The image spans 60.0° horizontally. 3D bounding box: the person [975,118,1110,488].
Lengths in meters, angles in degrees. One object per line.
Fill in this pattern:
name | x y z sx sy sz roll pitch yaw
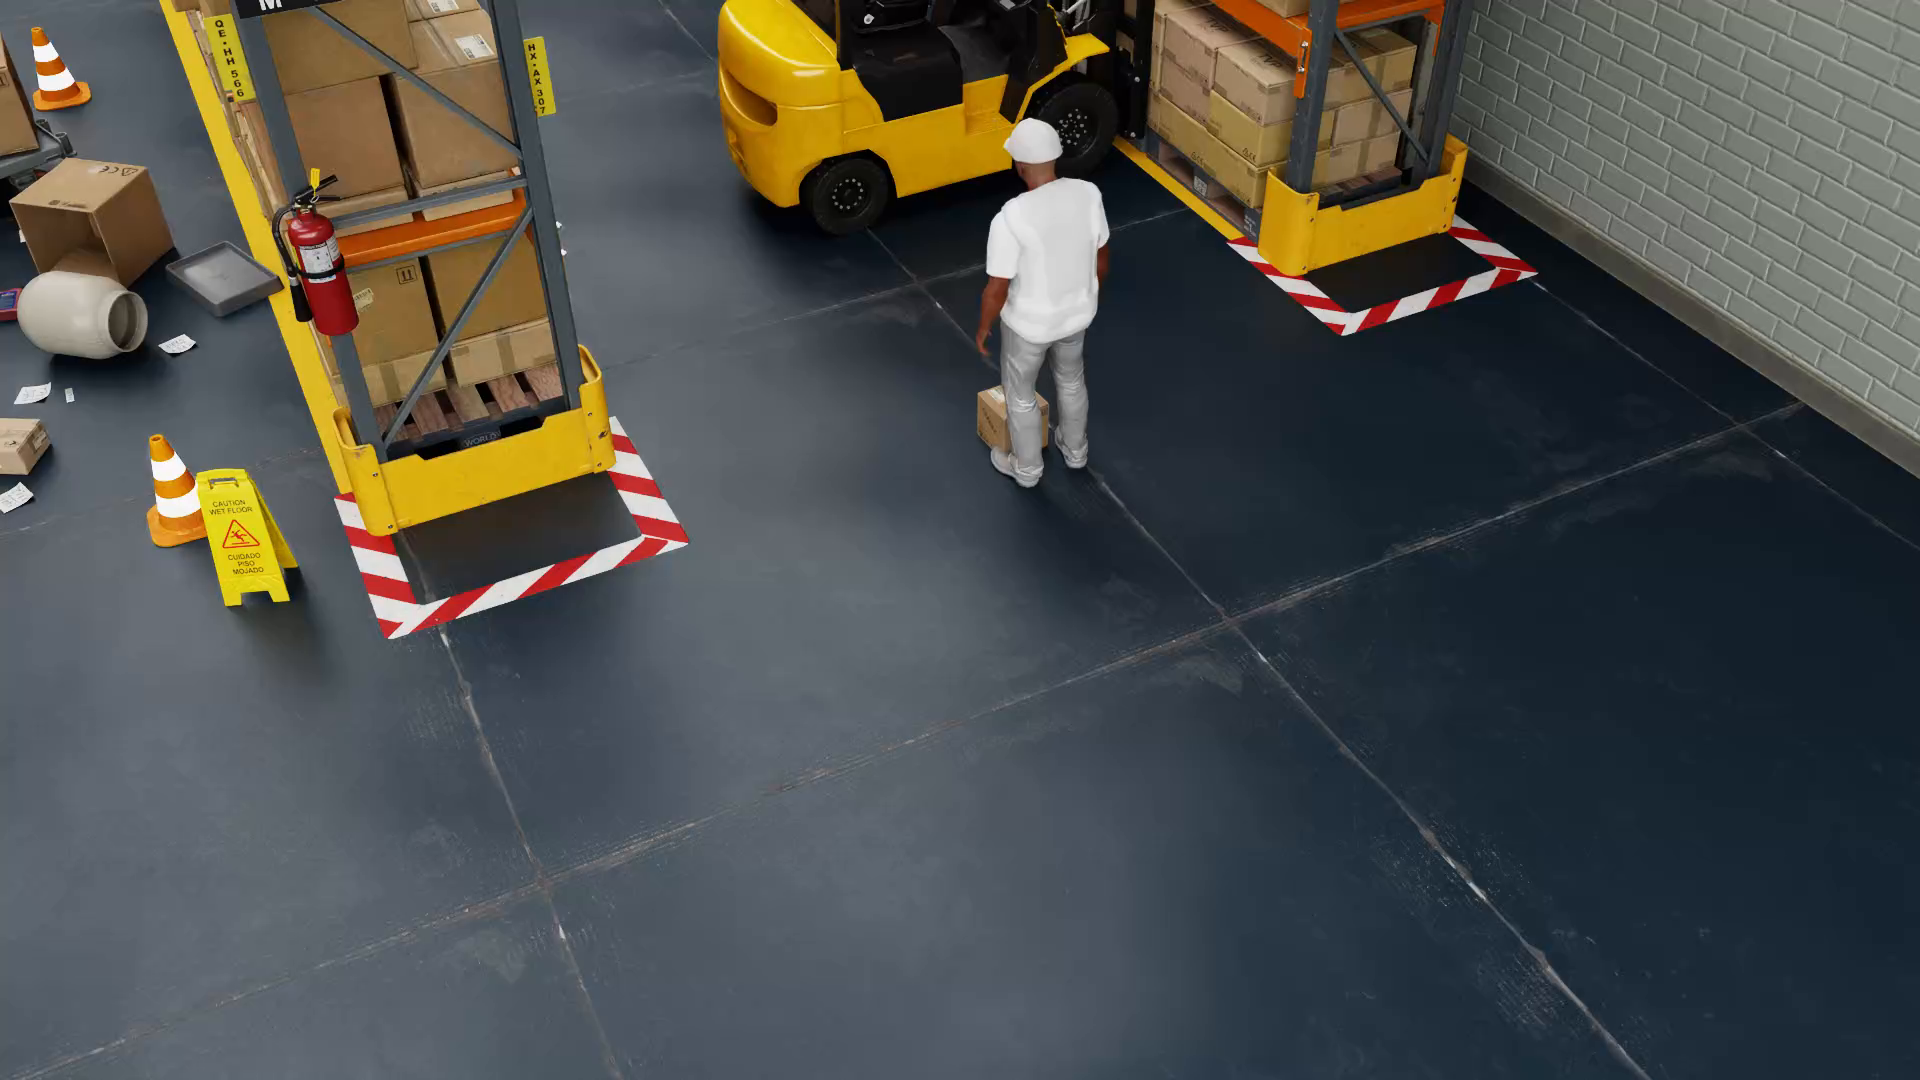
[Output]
person | 0.359 -1.016 7.312 0.637 1.761 0.455 -21 45 -22
